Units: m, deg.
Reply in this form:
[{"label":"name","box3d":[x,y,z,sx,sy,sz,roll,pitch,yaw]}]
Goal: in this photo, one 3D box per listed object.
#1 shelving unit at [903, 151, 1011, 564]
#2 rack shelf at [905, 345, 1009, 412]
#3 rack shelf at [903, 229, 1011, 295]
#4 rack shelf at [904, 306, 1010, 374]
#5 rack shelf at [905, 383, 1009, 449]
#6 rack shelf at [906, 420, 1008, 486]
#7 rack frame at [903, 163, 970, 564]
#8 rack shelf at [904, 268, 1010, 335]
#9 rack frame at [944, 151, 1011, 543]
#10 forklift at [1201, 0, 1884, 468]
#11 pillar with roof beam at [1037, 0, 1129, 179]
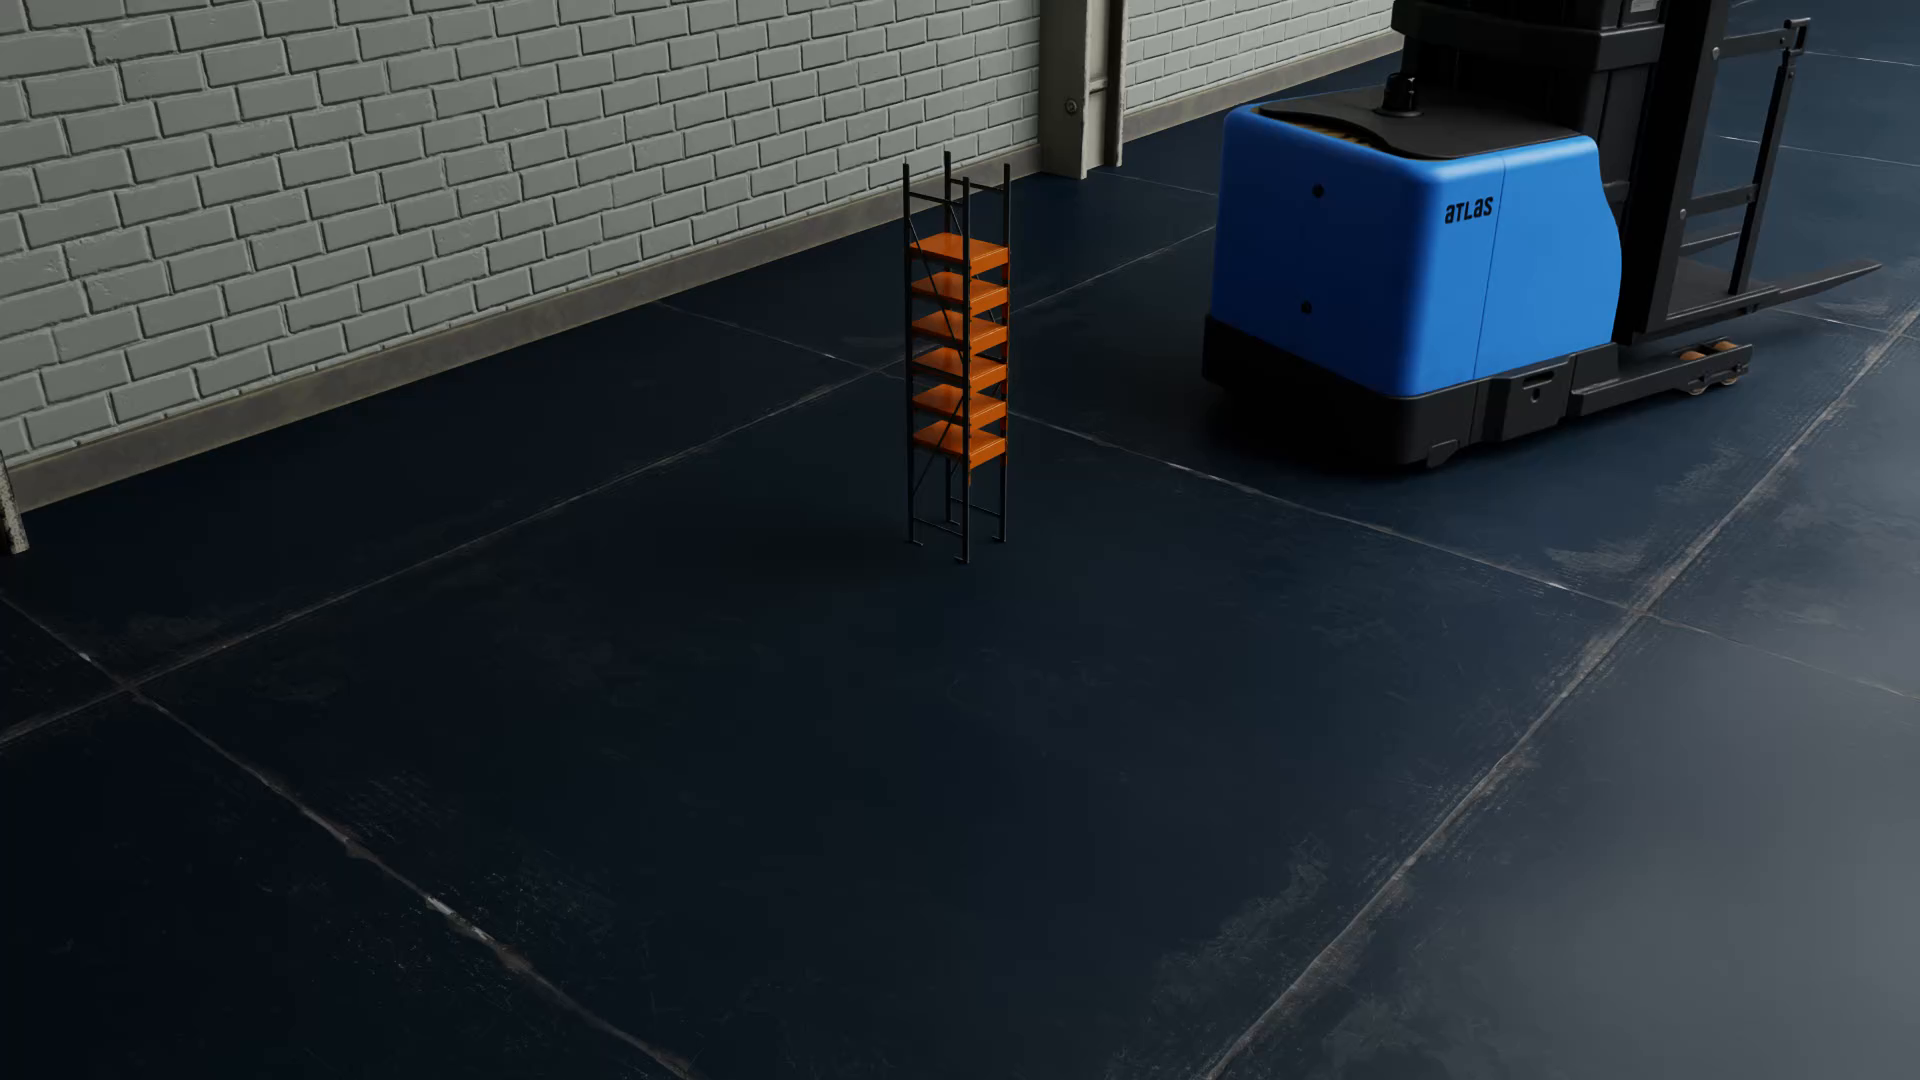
[{"label":"shelving unit","box3d":[-0.009,-0.528,4.964,0.258,1.200,0.189,21,34,34]},{"label":"rack shelf","box3d":[-0.009,-0.488,4.985,0.258,0.103,0.180,21,34,34]},{"label":"rack shelf","box3d":[-0.009,-0.808,4.819,0.258,0.103,0.180,21,34,34]},{"label":"rack shelf","box3d":[-0.009,-0.595,4.930,0.258,0.103,0.180,21,34,34]},{"label":"rack shelf","box3d":[-0.009,-0.382,5.040,0.258,0.103,0.180,21,34,34]},{"label":"rack shelf","box3d":[-0.009,-0.275,5.095,0.258,0.103,0.180,21,34,34]},{"label":"rack frame","box3d":[-0.067,-0.495,4.902,0.240,1.200,0.006,21,34,34]},{"label":"rack shelf","box3d":[-0.009,-0.701,4.875,0.258,0.103,0.180,21,34,34]},{"label":"rack frame","box3d":[0.049,-0.560,5.027,0.240,1.200,0.006,21,34,34]},{"label":"forklift","box3d":[2.441,-2.040,6.003,3.031,2.935,1.130,-16,31,-28]},{"label":"pillar with roof beam","box3d":[3.986,-4.815,4.764,9.100,9.000,0.400,21,34,34]}]
